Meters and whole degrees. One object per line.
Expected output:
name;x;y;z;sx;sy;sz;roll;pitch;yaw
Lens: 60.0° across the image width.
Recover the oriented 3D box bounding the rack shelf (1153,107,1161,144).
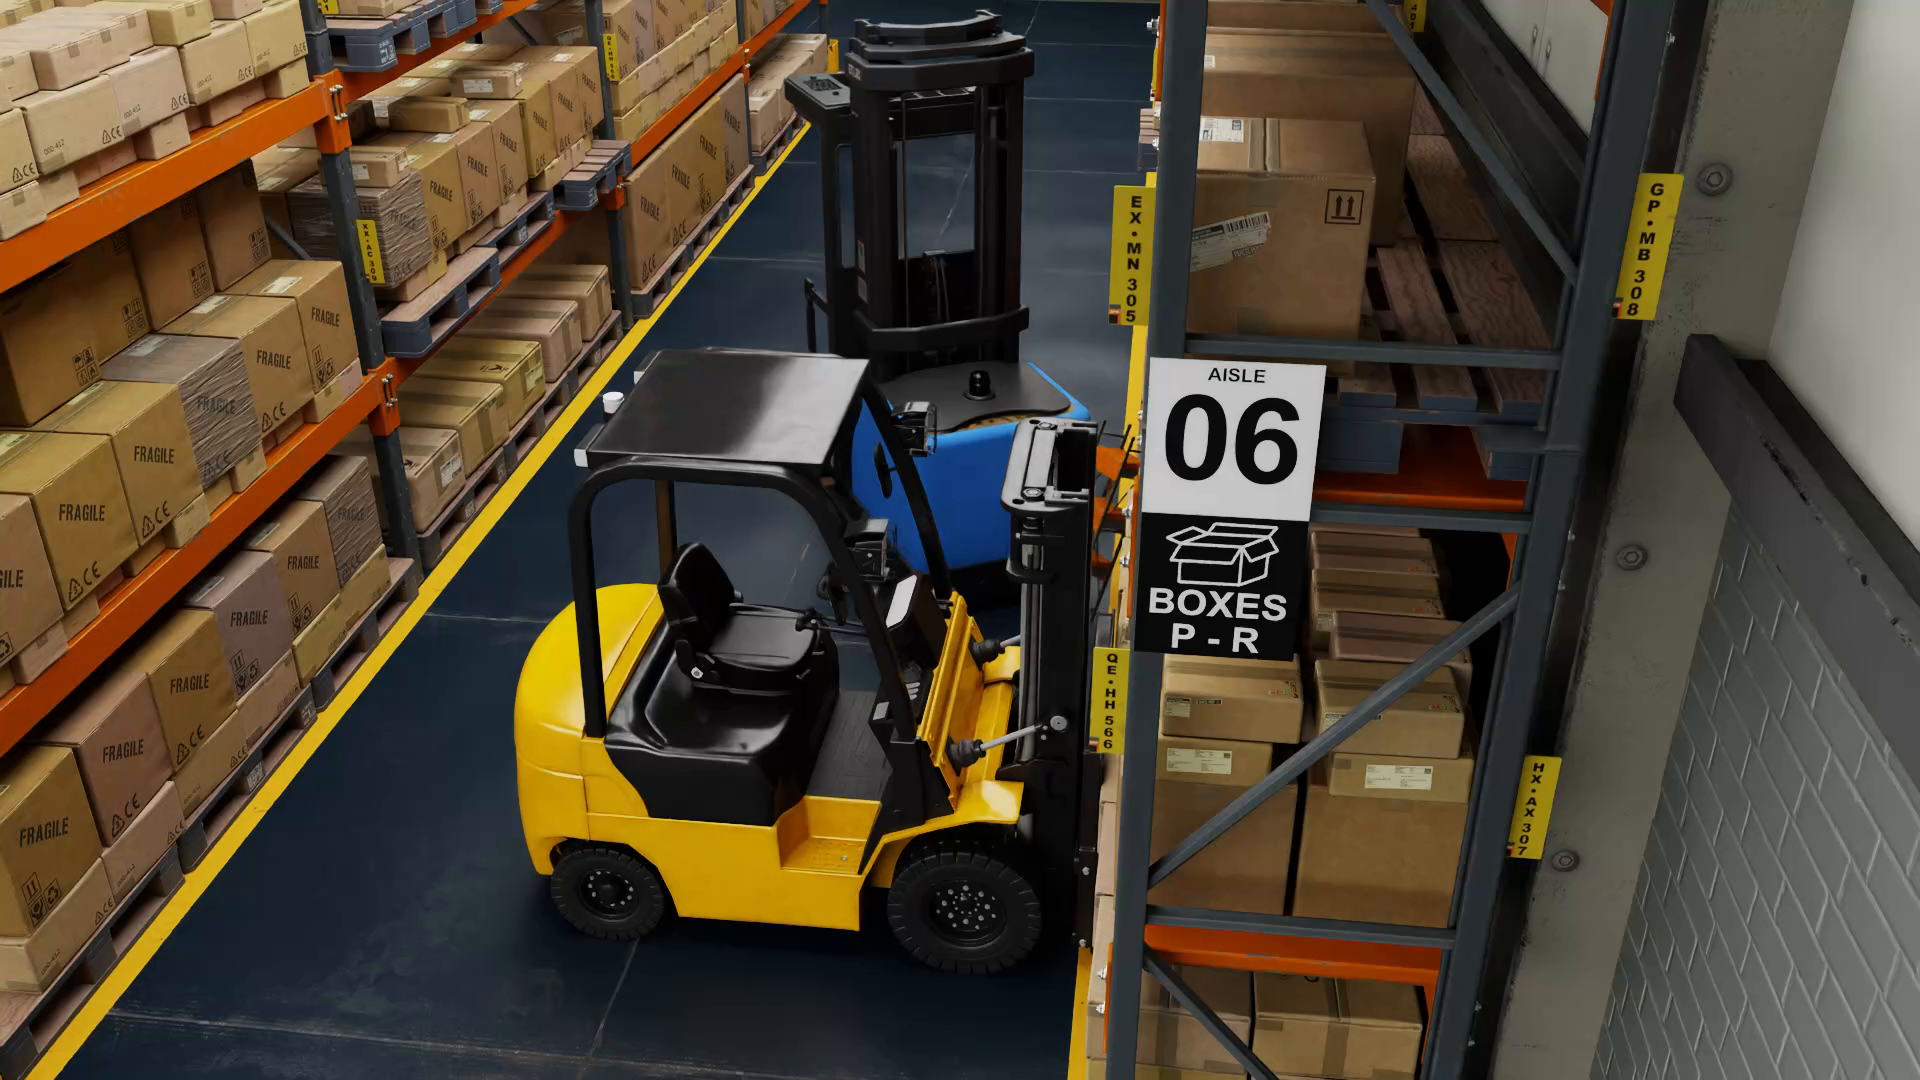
rack shelf;1.664;-2.754;9.296;1.077;0.370;4.000;3;28;6

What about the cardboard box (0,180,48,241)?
cardboard box;-3.480;-1.169;5.859;0.380;0.149;0.250;4;29;7

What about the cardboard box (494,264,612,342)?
cardboard box;-3.097;-1.741;12.147;0.950;0.372;0.625;1;28;3

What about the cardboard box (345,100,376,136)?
cardboard box;-3.593;-2.427;9.547;0.380;0.149;0.250;2;28;4

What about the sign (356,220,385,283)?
sign;-2.968;-1.449;8.364;0.100;0.325;0.005;3;28;6

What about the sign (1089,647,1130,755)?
sign;0.392;0.422;4.334;0.100;0.325;0.005;3;28;6

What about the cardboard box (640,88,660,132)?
cardboard box;-2.663;-3.371;13.003;0.500;0.250;0.500;3;28;5

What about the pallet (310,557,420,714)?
pallet;-3.555;0.450;8.692;1.003;0.211;1.213;3;28;6

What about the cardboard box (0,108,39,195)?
cardboard box;-3.562;-1.301;5.684;0.500;0.250;0.500;4;29;8

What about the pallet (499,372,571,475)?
pallet;-3.267;-0.811;11.032;1.003;0.211;1.213;3;28;6

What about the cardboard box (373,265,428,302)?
cardboard box;-3.126;-1.412;9.030;0.380;0.149;0.250;4;29;7

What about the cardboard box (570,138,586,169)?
cardboard box;-2.772;-2.633;11.298;0.380;0.149;0.250;3;28;6

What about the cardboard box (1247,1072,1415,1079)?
cardboard box;1.193;1.670;5.417;0.500;0.250;0.500;4;29;7

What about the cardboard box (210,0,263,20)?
cardboard box;-3.286;-2.368;7.245;0.380;0.149;0.250;3;28;5

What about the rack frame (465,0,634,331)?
rack frame;-3.018;-2.979;12.116;1.000;3.000;0.127;3;28;6

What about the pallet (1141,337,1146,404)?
pallet;1.770;-1.079;11.531;1.003;0.211;1.213;3;28;6

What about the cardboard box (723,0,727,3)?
cardboard box;-2.333;-5.121;14.933;0.500;0.500;0.500;4;29;8

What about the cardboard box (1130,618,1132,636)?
cardboard box;0.864;0.298;5.929;0.500;0.500;0.500;3;28;5

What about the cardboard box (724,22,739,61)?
cardboard box;-2.332;-4.570;15.228;0.500;0.250;0.500;3;28;5

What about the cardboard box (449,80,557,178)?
cardboard box;-2.911;-2.627;10.601;0.500;0.500;0.500;1;28;3

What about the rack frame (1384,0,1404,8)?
rack frame;1.419;-3.450;6.666;1.000;3.000;0.127;3;28;6

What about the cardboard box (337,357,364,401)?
cardboard box;-3.245;-0.816;8.367;0.380;0.149;0.250;3;28;6

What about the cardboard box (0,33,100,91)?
cardboard box;-3.425;-1.760;6.115;0.380;0.149;0.250;4;29;7

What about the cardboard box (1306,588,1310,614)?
cardboard box;1.326;0.238;5.356;0.380;0.149;0.250;2;28;4

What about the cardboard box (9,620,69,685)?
cardboard box;-3.544;0.393;6.123;0.380;0.149;0.250;4;29;7

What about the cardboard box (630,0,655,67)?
cardboard box;-2.663;-3.915;12.695;0.500;0.500;0.500;3;29;6

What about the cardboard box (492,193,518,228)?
cardboard box;-2.939;-2.024;10.166;0.380;0.149;0.250;4;29;8

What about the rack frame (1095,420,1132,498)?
rack frame;0.665;-0.142;8.886;0.200;1.050;0.008;6;21;-38

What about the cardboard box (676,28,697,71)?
cardboard box;-2.497;-4.072;13.777;0.500;0.250;0.500;4;29;7

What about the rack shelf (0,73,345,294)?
rack shelf;-3.753;-1.158;6.333;1.077;0.370;4.000;3;28;6

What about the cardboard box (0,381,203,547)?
cardboard box;-3.489;-0.319;6.760;0.500;0.500;0.500;3;28;5

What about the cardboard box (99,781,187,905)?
cardboard box;-3.554;1.209;6.799;0.500;0.250;0.500;4;29;8

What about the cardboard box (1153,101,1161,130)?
cardboard box;1.609;-3.098;12.160;0.380;0.149;0.250;4;29;7

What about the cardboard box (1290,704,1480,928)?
cardboard box;1.265;0.813;4.974;0.500;0.500;0.500;4;29;8

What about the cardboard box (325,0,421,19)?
cardboard box;-3.038;-2.787;8.313;0.500;0.250;0.500;3;28;5

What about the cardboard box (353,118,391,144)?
cardboard box;-3.550;-2.163;9.740;0.500;0.500;0.500;4;29;8

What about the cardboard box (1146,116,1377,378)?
cardboard box;0.741;-0.742;4.149;0.500;0.500;0.500;4;29;8

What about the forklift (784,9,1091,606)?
forklift;-0.321;-1.580;9.592;1.130;2.935;3.031;-11;30;-20

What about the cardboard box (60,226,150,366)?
cardboard box;-3.950;-1.043;7.049;0.700;0.500;0.500;3;28;5

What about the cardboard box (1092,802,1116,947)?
cardboard box;0.733;1.184;5.793;0.500;0.250;0.500;4;29;7

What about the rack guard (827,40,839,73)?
rack guard;-2.034;-5.655;19.720;1.175;0.500;0.348;3;28;6

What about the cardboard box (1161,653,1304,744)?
cardboard box;0.764;0.432;4.682;0.380;0.149;0.250;3;29;6

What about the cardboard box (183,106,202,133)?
cardboard box;-3.447;-1.787;7.007;0.380;0.149;0.250;2;28;4

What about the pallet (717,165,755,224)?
pallet;-2.547;-3.266;15.590;1.003;0.211;1.213;3;28;6

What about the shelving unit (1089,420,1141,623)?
shelving unit;0.730;-0.092;8.796;0.215;1.050;0.252;6;21;-38

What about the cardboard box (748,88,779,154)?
cardboard box;-2.344;-4.208;16.656;0.875;0.438;0.875;3;28;5

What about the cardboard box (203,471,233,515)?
cardboard box;-3.427;-0.219;7.259;0.380;0.149;0.250;3;28;5

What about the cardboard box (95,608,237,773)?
cardboard box;-3.493;0.626;7.092;0.500;0.500;0.500;4;29;7

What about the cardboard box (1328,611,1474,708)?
cardboard box;1.277;0.346;4.842;0.380;0.149;0.250;4;29;8
